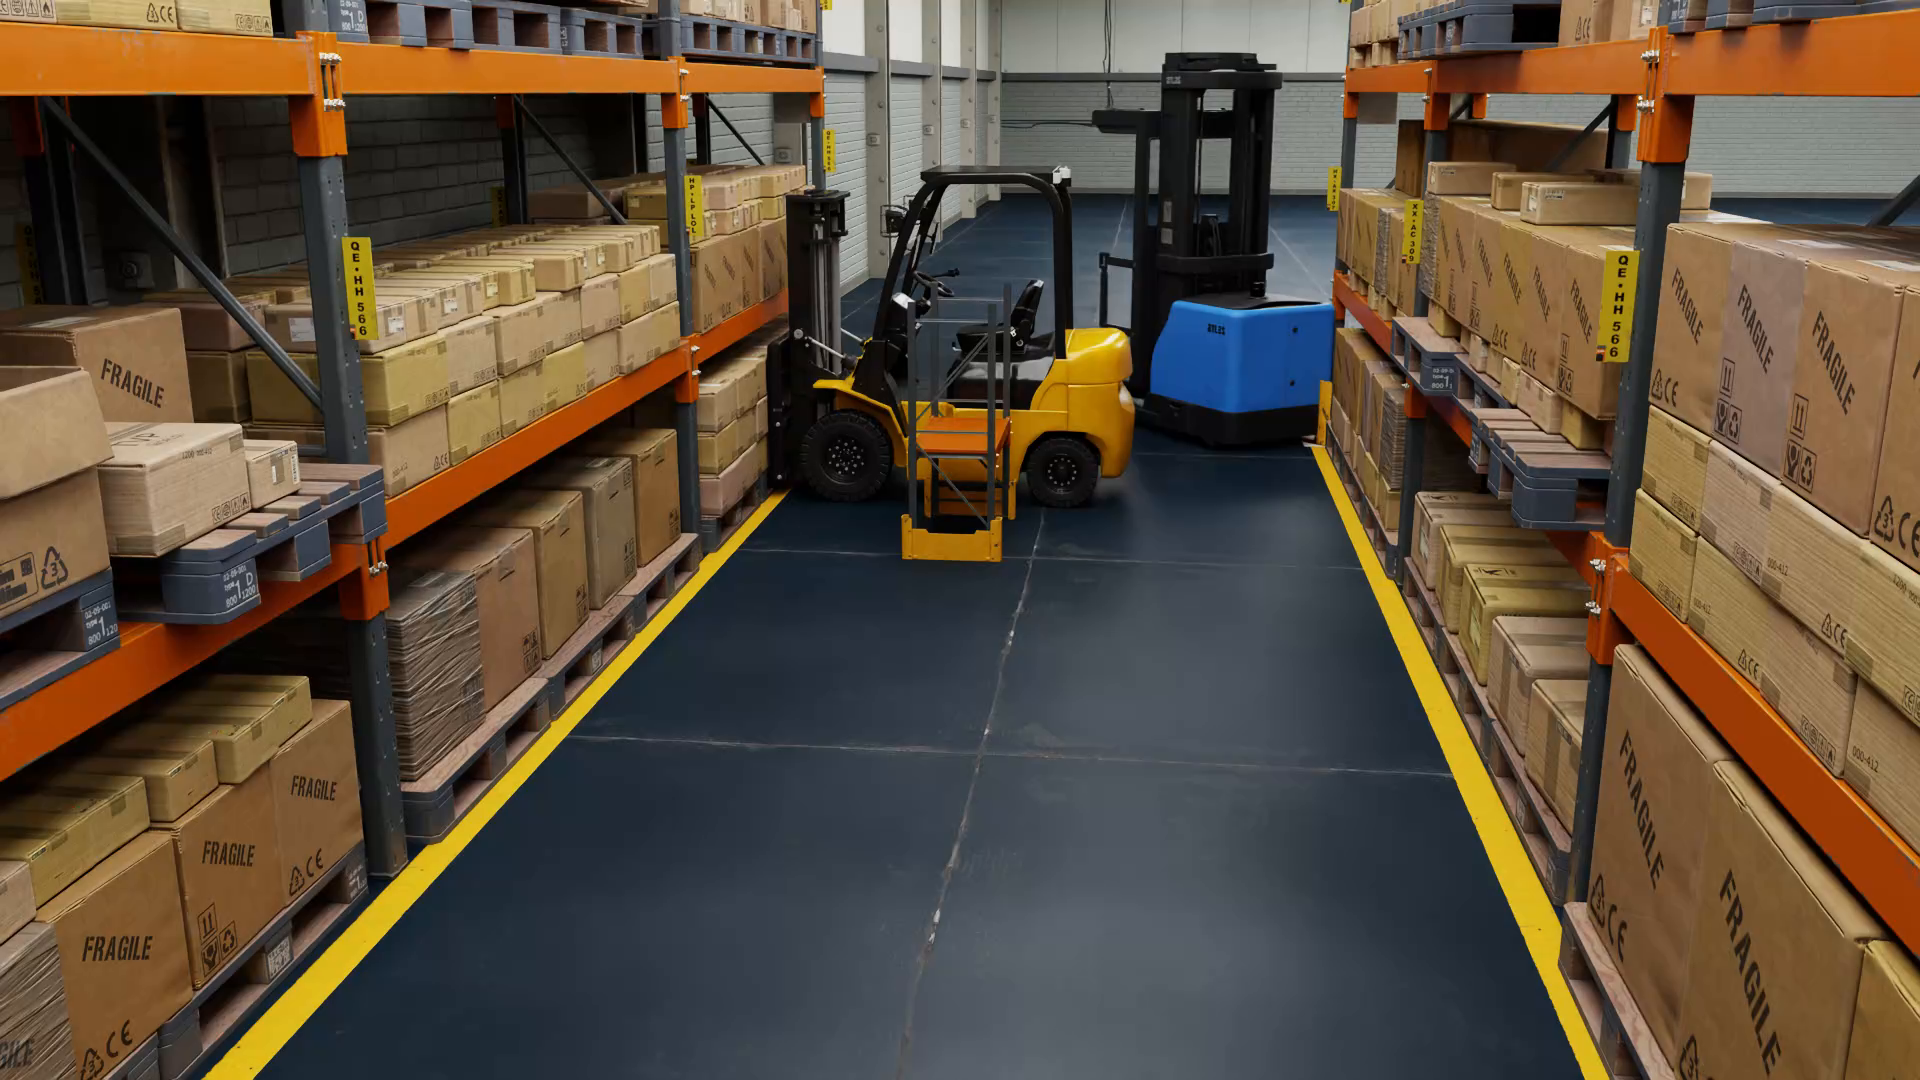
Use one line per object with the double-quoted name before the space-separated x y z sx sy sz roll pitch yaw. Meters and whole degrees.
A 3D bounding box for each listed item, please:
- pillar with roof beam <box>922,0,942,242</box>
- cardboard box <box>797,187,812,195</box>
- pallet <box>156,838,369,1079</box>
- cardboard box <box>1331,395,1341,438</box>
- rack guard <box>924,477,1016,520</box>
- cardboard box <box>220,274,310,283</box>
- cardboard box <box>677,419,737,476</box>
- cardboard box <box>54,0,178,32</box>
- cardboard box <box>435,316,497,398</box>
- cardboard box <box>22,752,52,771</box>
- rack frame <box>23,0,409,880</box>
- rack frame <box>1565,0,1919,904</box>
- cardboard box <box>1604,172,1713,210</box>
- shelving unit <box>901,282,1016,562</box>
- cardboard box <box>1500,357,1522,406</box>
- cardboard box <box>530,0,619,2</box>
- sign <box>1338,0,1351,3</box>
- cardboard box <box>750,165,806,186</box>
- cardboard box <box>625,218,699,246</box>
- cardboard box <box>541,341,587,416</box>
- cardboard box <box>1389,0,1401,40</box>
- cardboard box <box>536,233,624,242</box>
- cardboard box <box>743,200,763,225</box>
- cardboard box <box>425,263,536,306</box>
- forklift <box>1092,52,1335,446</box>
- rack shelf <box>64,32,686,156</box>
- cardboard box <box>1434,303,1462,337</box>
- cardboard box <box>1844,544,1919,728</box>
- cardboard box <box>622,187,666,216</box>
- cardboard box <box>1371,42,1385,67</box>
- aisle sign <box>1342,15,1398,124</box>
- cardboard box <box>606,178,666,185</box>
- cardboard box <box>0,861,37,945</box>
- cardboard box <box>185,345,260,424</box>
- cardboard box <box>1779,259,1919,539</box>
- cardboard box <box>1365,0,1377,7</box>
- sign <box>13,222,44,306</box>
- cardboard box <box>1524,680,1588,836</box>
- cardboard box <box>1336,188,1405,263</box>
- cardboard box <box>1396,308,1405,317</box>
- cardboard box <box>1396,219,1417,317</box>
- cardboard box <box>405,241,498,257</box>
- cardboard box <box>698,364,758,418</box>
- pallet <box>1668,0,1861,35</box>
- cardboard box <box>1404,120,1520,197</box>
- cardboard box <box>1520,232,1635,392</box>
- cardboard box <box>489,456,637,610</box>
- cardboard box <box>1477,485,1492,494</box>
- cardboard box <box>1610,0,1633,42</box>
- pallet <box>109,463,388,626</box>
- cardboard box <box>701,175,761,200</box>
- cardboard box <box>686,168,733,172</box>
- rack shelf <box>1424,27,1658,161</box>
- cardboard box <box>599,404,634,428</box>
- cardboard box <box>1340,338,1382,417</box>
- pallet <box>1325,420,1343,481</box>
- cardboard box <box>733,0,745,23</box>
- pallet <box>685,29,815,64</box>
"pillar with roof beam" 3.777 -9.654 28.623 9.100 9.000 0.400 2 15 6
"cardboard box" -1.317 -2.566 12.471 0.380 0.149 0.250 2 15 7
"pallet" -2.582 1.244 5.159 1.003 0.211 1.213 2 15 6
"cardboard box" 3.009 -0.899 12.203 0.500 0.250 0.500 2 15 6
"rack guard" 0.065 -0.270 10.680 0.587 0.250 0.087 2 15 6
"cardboard box" -2.658 -0.949 6.491 0.380 0.149 0.250 1 15 5
"cardboard box" -1.647 -0.566 10.013 0.500 0.250 0.500 2 15 6
"cardboard box" -2.333 -1.400 4.134 0.500 0.250 0.500 2 15 6
"cardboard box" -2.109 -0.702 6.340 0.500 0.250 0.500 2 15 8
"cardboard box" -2.834 0.657 4.728 0.380 0.149 0.250 2 15 7
"rack frame" -2.460 -0.295 5.507 1.000 3.000 0.127 2 15 6
"rack frame" 2.473 -0.150 4.970 1.000 3.000 0.127 2 15 6
"cardboard box" 3.024 -1.518 7.219 0.380 0.149 0.250 1 15 4
"shelving unit" 0.009 -0.744 10.039 0.587 1.500 1.083 2 15 6
"cardboard box" 2.271 -0.598 6.305 0.380 0.149 0.250 2 15 7
"cardboard box" -1.831 -2.616 7.829 0.380 0.149 0.250 2 15 6
"sign" 2.836 -4.111 12.196 0.100 0.325 0.005 2 15 6
"cardboard box" -1.388 -2.776 12.677 0.380 0.149 0.250 2 15 6
"cardboard box" -1.711 -1.769 9.523 0.380 0.149 0.250 1 15 5
"cardboard box" -1.994 -0.729 7.399 0.500 0.250 0.500 2 15 8
"cardboard box" 2.834 -3.092 9.820 0.500 0.250 0.500 1 15 5
"cardboard box" -1.918 -1.469 8.415 0.380 0.149 0.250 2 15 6
"cardboard box" -1.517 -2.169 11.004 0.380 0.149 0.250 1 15 5
"cardboard box" -1.996 -1.065 6.922 0.380 0.149 0.250 2 15 7
"forklift" 1.753 -2.468 13.676 1.130 2.935 3.031 -8 17 -28
"rack shelf" -2.234 -1.914 7.127 1.077 0.370 4.000 2 15 6
"cardboard box" 2.511 -1.070 8.050 0.380 0.149 0.250 2 15 7
"cardboard box" 1.972 0.199 3.007 0.500 0.250 0.500 2 15 7
"cardboard box" -1.756 -1.982 9.743 0.380 0.149 0.250 2 15 7
"cardboard box" 2.873 -3.140 10.762 0.380 0.149 0.250 2 15 7
"aisle sign" 3.074 -3.505 12.397 0.394 0.787 0.004 2 15 6
"cardboard box" -2.096 -2.260 10.771 0.380 0.149 0.250 2 15 6
"cardboard box" -2.441 0.874 3.923 0.380 0.149 0.250 1 15 4
"cardboard box" -2.685 -0.589 5.922 0.500 0.250 0.500 2 15 8
"cardboard box" 2.054 -0.297 3.408 0.500 0.500 0.500 2 15 8
"cardboard box" 2.928 -3.658 11.152 0.380 0.149 0.250 2 15 6
"sign" -3.012 -0.869 5.413 0.100 0.325 0.005 2 15 6
"cardboard box" 2.546 0.770 5.799 0.950 0.372 0.625 1 15 2
"cardboard box" 3.046 -2.302 12.167 0.500 0.500 0.500 1 15 5
"cardboard box" 2.679 -1.223 9.421 0.380 0.149 0.250 2 15 8
"cardboard box" 2.727 -1.502 9.208 0.500 0.500 0.500 1 15 5
"cardboard box" -2.434 -1.346 7.957 0.380 0.149 0.250 2 15 6
"cardboard box" -1.574 -0.939 10.436 0.500 0.250 0.500 2 15 6
"pallet" 2.453 -1.338 3.979 1.213 0.211 1.003 2 15 9
"cardboard box" 3.470 -2.629 11.462 0.700 0.500 0.500 2 15 7
"cardboard box" 2.295 -0.805 5.826 0.500 0.500 0.500 1 15 5
"cardboard box" -2.151 -0.052 8.353 0.875 0.625 0.625 2 15 6
"cardboard box" 3.259 -0.208 9.647 0.500 0.250 0.500 1 15 4
"cardboard box" 2.589 -1.892 5.473 0.700 0.500 0.500 2 15 6
"pallet" -2.467 -0.025 4.874 1.213 0.211 1.003 2 15 6
"cardboard box" -1.555 -2.378 11.205 0.380 0.149 0.250 2 15 7
"cardboard box" -1.886 -2.658 12.242 0.380 0.149 0.250 2 15 7
"rack shelf" 2.698 -1.769 6.590 1.077 0.370 4.000 2 15 6
"cardboard box" -2.145 -0.824 10.010 0.500 0.250 0.500 2 15 7
"cardboard box" 2.953 -1.119 11.581 0.500 0.500 0.500 1 15 4
"pallet" 3.240 -0.649 12.159 1.003 0.211 1.213 2 15 6
"cardboard box" -1.539 -3.343 10.292 0.396 0.266 0.258 1 15 5
"pallet" -1.663 -3.593 12.125 1.003 0.211 1.213 2 15 6
